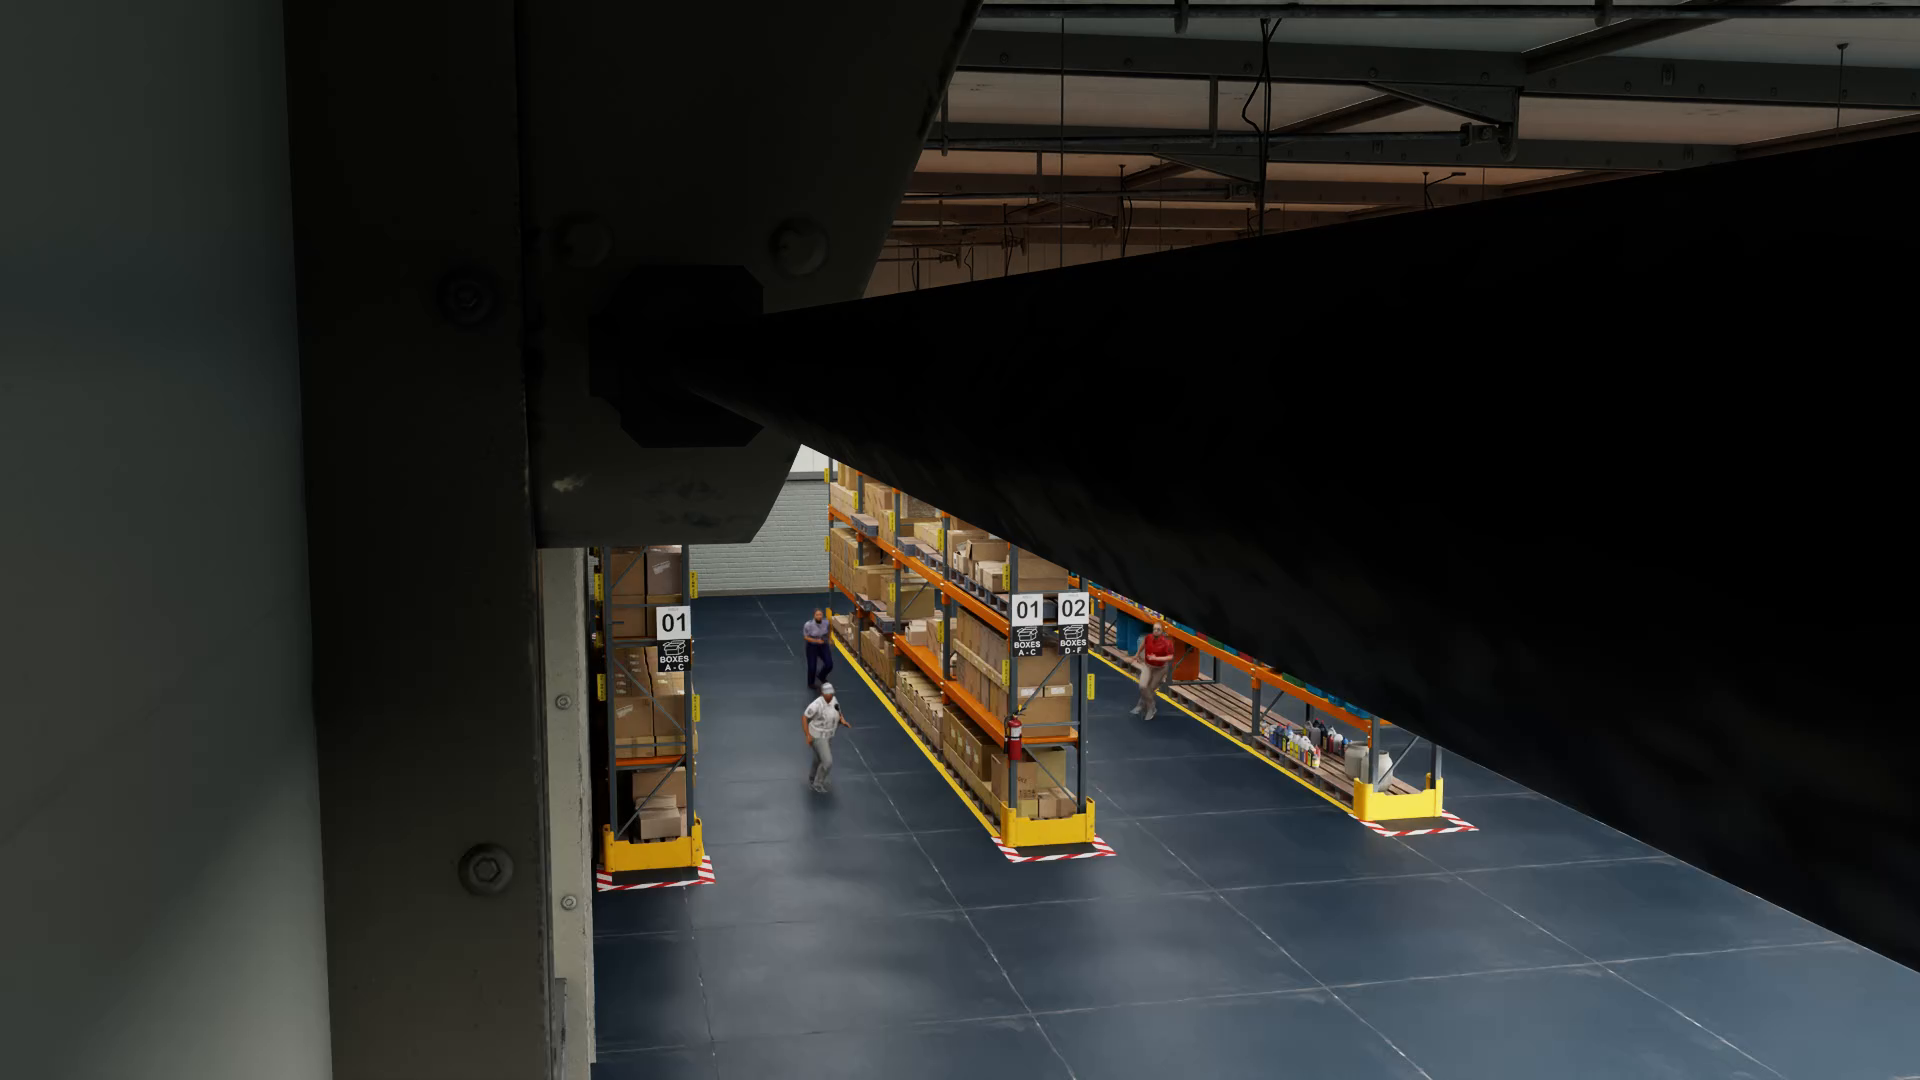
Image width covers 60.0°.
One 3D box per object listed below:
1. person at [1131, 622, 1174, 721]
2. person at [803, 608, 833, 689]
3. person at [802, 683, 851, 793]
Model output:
[{"bbox_3d":[3.238,2.181,28.013,0.809,1.649,0.725,3,7,21],"label":"person"},{"bbox_3d":[-2.575,1.979,30.272,0.606,1.541,0.820,-3,7,-21],"label":"person"},{"bbox_3d":[-1.893,2.794,23.536,0.811,1.643,0.635,3,8,27],"label":"person"}]
